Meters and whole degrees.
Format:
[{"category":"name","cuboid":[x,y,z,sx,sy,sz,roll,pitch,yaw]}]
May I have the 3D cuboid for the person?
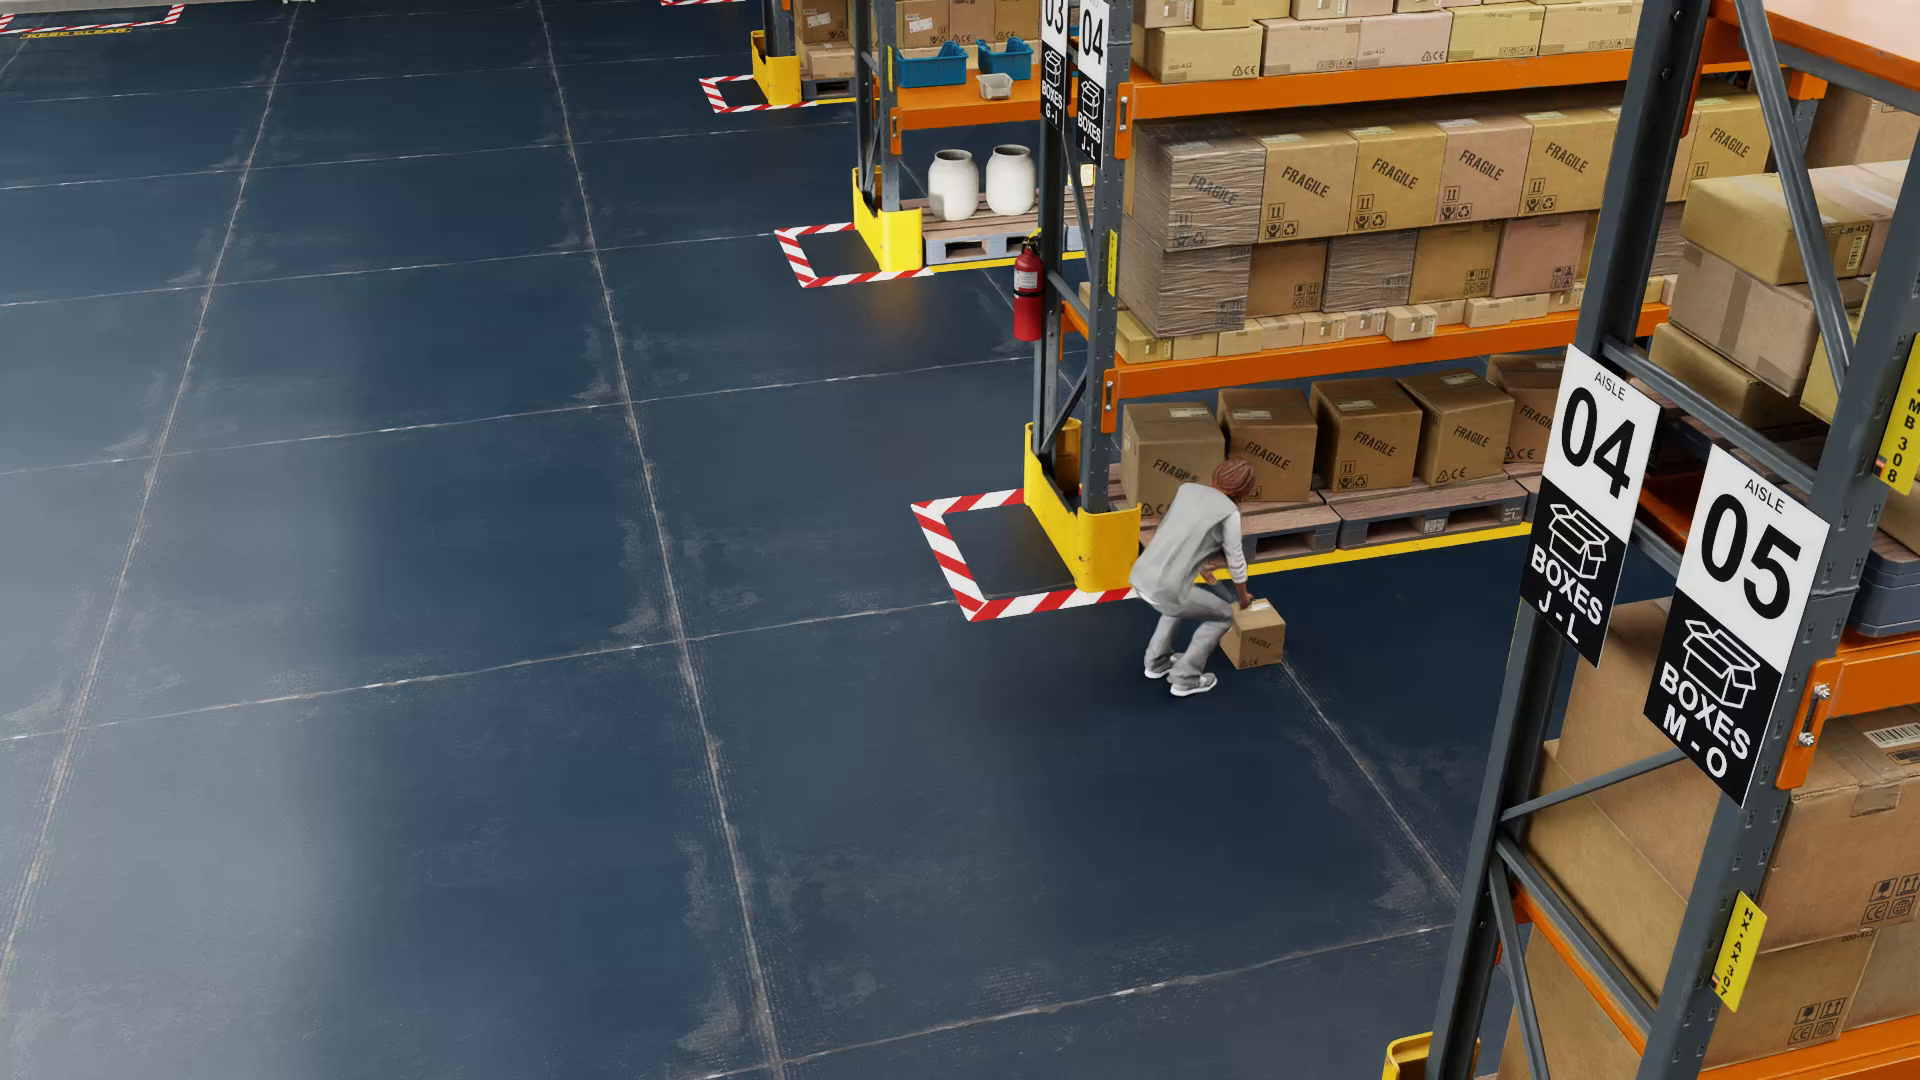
[{"category":"person","cuboid":[1.150,0.188,8.329,0.713,1.186,0.461,-17,35,-27]}]
